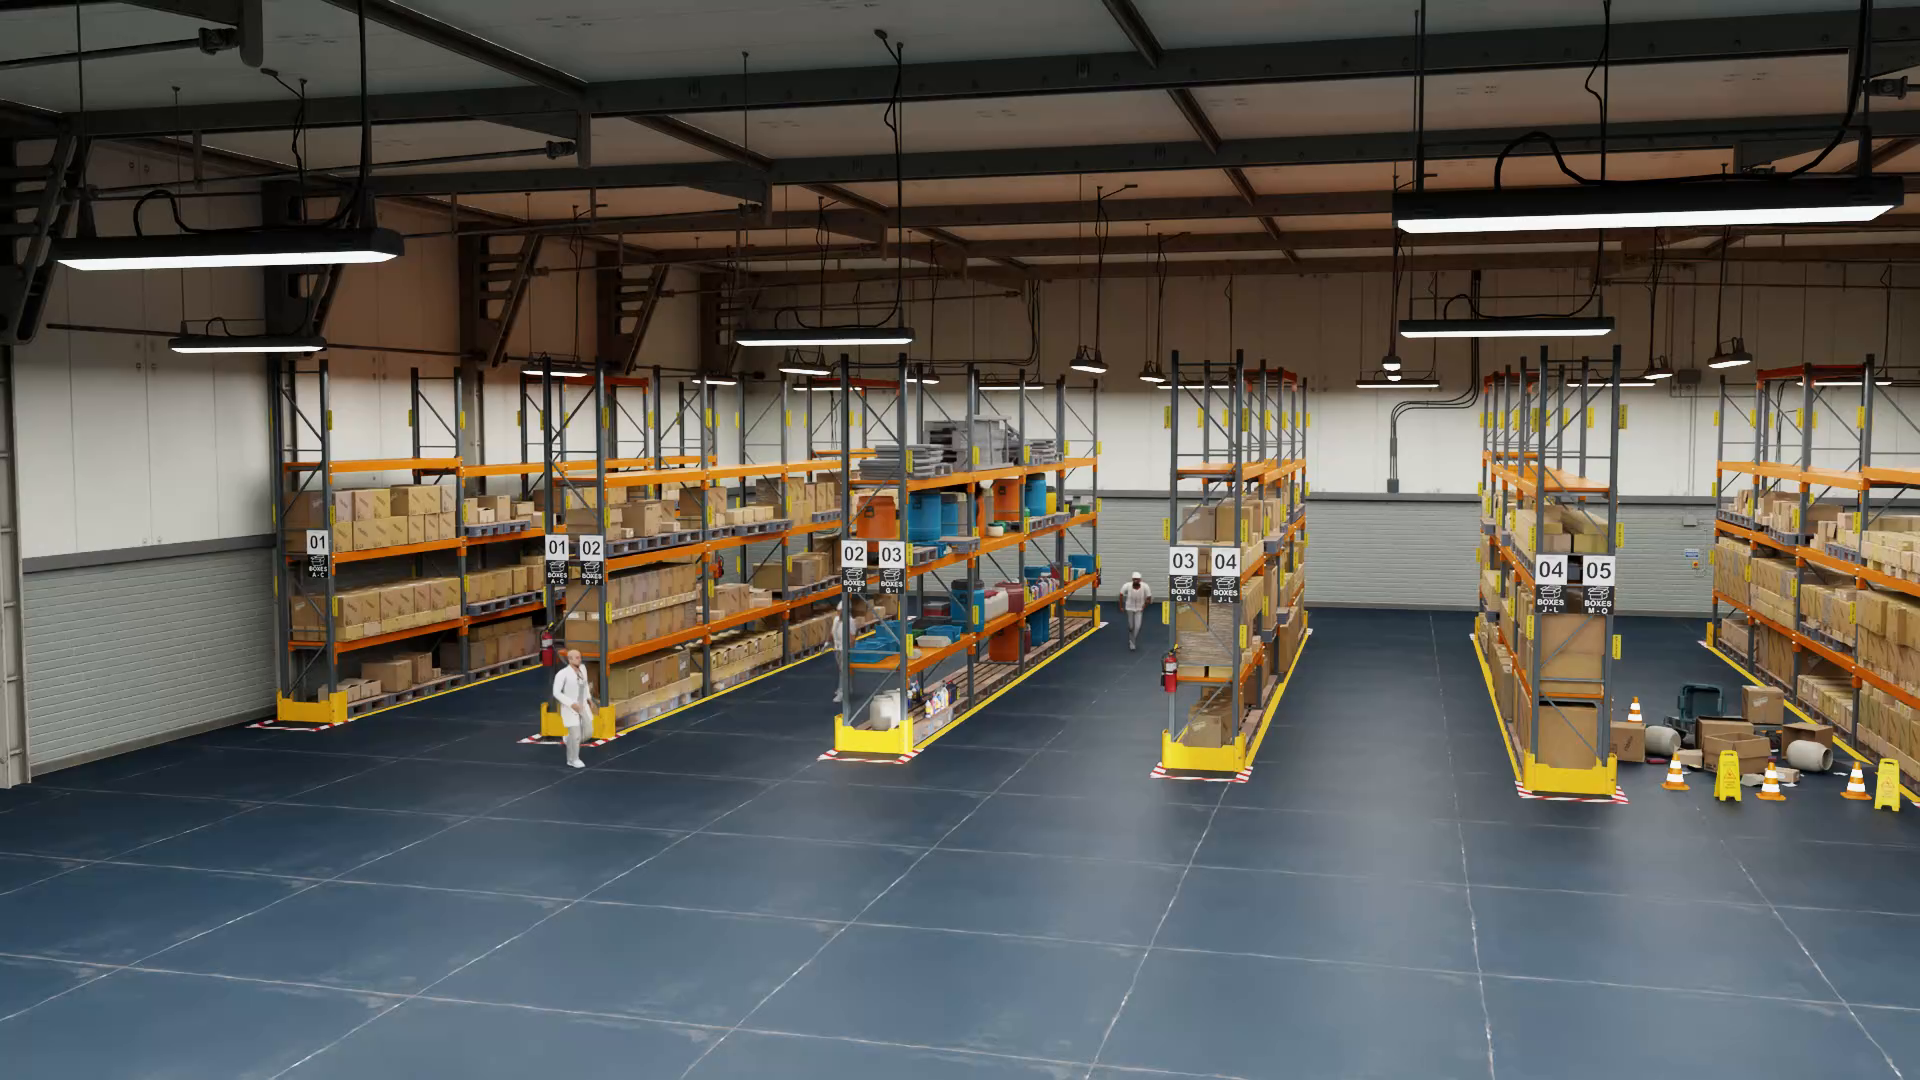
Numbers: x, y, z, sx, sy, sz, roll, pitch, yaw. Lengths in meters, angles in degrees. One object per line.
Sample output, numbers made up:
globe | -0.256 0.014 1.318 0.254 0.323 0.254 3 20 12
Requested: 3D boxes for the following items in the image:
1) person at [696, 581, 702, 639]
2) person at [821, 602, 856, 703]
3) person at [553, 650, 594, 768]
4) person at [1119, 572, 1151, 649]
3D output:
person | -5.565 1.646 35.921 0.562 1.559 0.741 0 4 3
person | -2.137 1.981 29.855 0.771 1.775 0.767 -4 6 -45
person | -5.602 2.423 23.957 0.632 1.722 0.703 3 5 37
person | 3.849 1.535 36.532 0.694 1.694 0.701 0 4 -2
